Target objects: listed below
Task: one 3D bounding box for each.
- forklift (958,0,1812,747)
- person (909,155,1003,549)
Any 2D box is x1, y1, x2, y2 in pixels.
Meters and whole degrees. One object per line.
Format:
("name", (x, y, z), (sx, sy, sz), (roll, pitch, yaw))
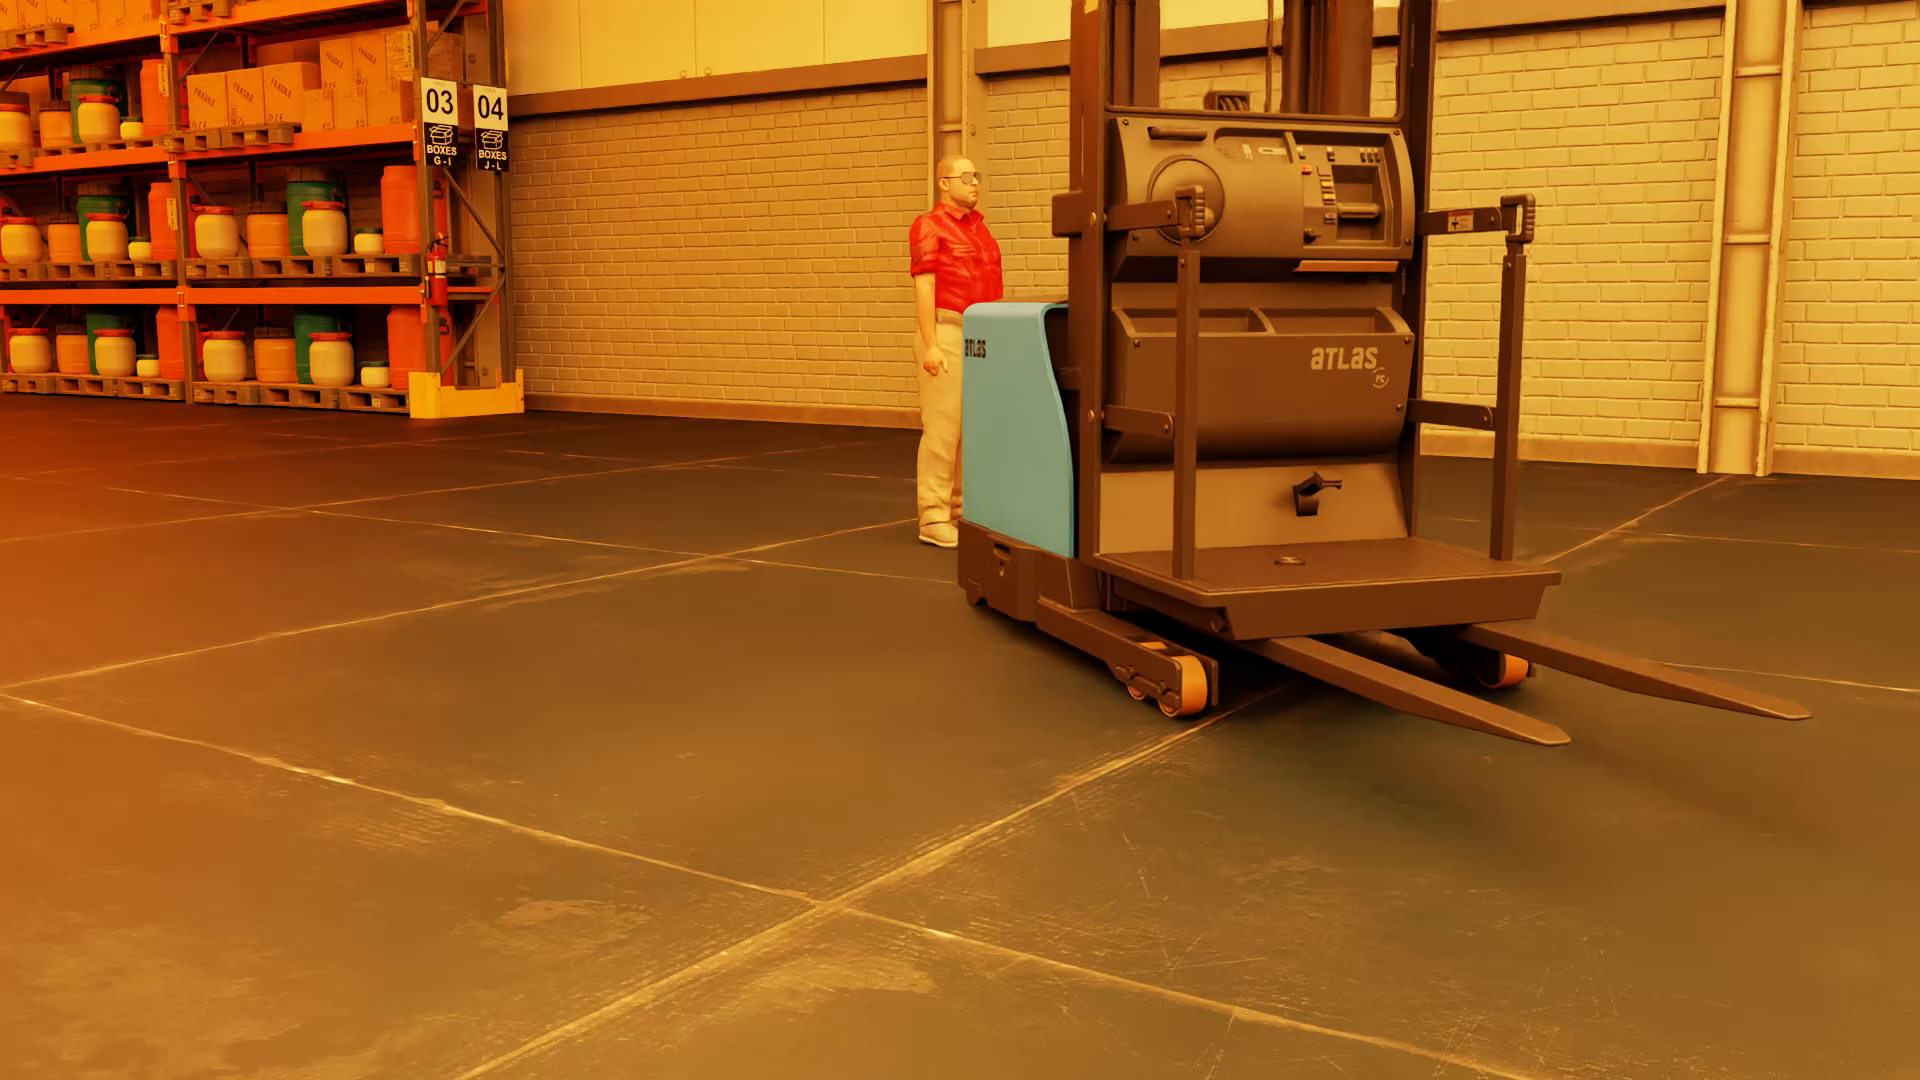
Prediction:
("forklift", (0.958, -1.051, 4.583), (1.130, 2.935, 3.031), (-3, 9, -19))
("person", (0.016, -0.853, 7.478), (0.385, 1.728, 0.526), (5, 10, 34))
